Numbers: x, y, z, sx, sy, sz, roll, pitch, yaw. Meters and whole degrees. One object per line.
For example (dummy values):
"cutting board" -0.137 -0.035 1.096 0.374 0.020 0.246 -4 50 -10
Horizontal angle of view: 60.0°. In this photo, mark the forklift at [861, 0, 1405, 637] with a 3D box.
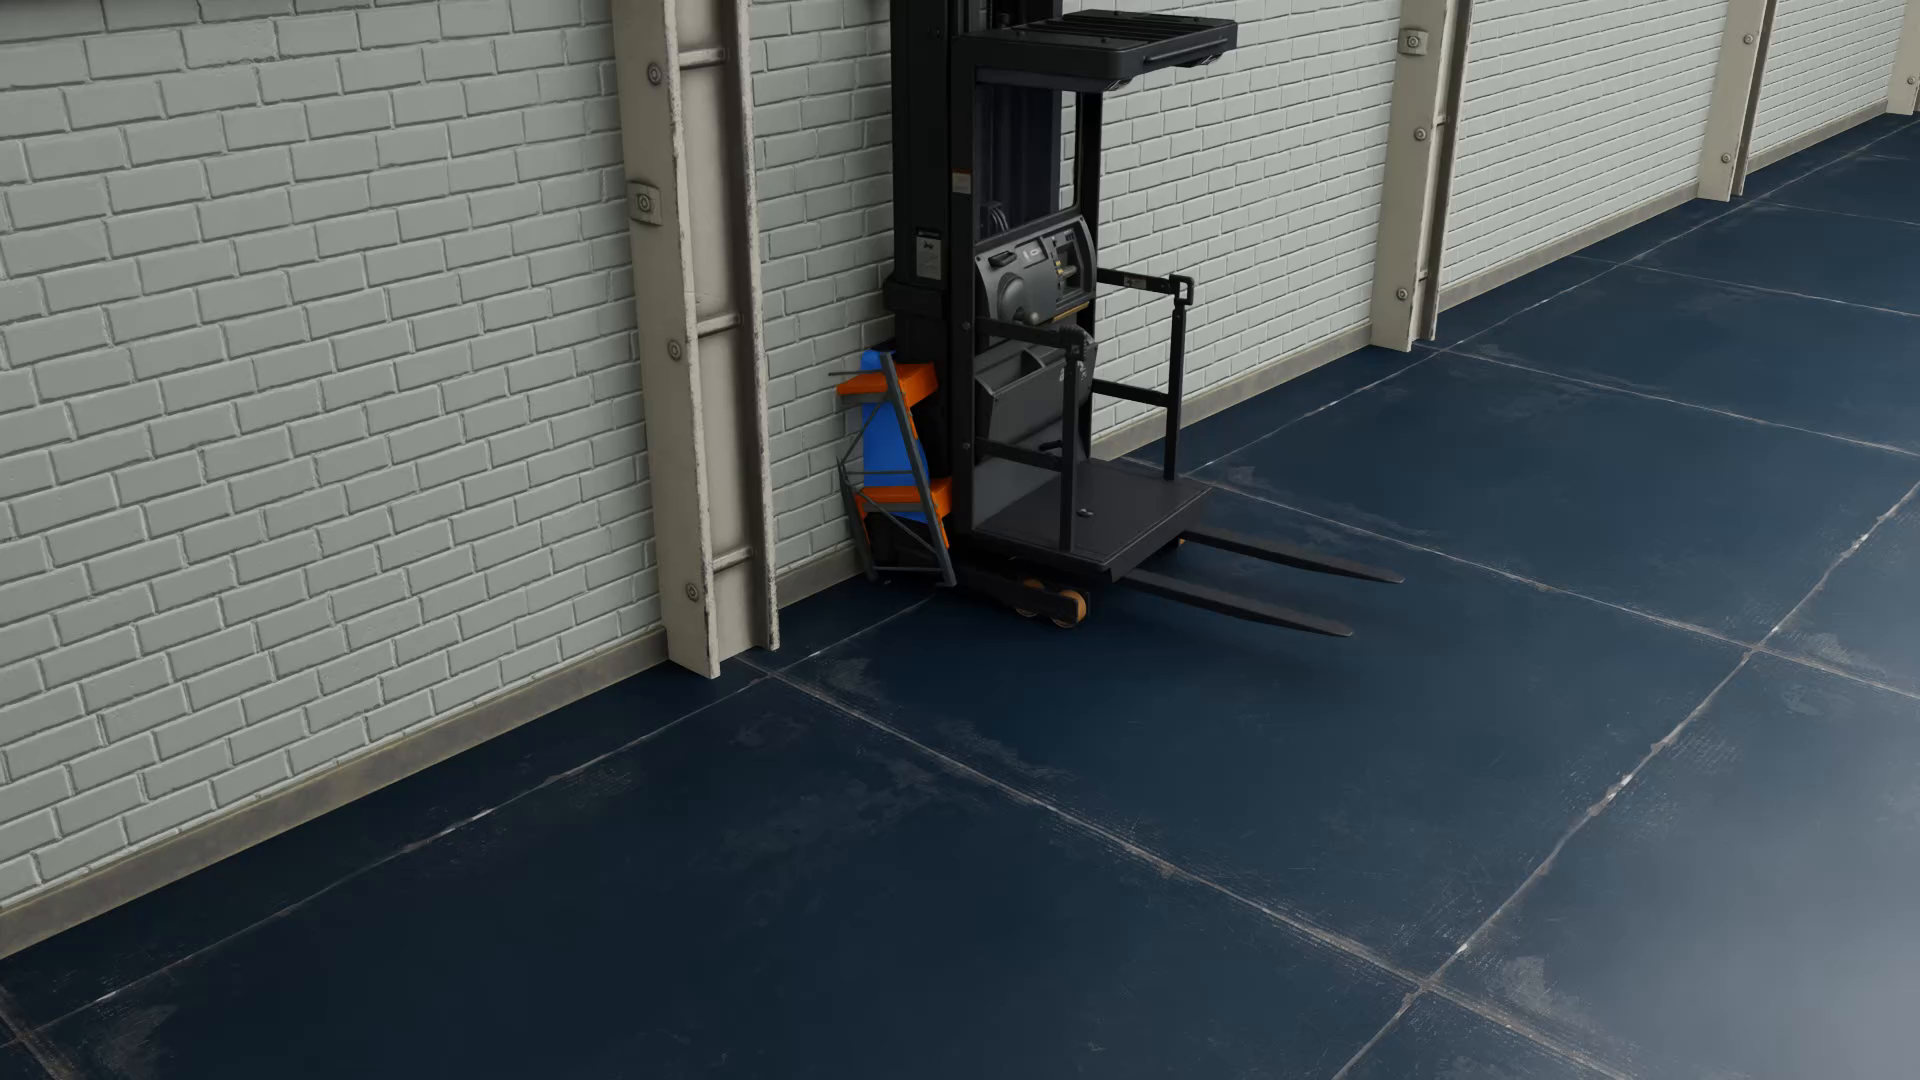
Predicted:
"forklift" 0.520 -1.196 7.334 3.031 2.935 1.130 15 28 30

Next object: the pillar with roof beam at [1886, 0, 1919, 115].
"pillar with roof beam" 14.195 -7.934 14.947 9.100 9.000 0.400 20 31 38

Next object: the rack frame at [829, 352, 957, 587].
"rack frame" -0.364 -0.302 7.514 0.500 1.125 0.032 1 26 37

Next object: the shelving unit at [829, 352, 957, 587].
"shelving unit" -0.088 -0.524 7.879 0.538 1.125 1.048 1 26 37

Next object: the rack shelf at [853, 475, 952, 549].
"rack shelf" -0.025 -0.304 7.965 0.538 0.278 1.000 1 26 37

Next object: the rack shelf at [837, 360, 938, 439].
"rack shelf" -0.163 -0.788 7.775 0.538 0.278 1.000 1 26 37

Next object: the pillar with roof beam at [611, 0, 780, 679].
"pillar with roof beam" 2.182 -2.450 2.716 9.100 9.000 0.400 20 31 38

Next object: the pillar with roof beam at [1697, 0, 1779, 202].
"pillar with roof beam" 10.190 -6.106 10.870 9.100 9.000 0.400 20 31 38

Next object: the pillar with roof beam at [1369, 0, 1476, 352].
"pillar with roof beam" 6.186 -4.278 6.793 9.100 9.000 0.400 20 31 38
